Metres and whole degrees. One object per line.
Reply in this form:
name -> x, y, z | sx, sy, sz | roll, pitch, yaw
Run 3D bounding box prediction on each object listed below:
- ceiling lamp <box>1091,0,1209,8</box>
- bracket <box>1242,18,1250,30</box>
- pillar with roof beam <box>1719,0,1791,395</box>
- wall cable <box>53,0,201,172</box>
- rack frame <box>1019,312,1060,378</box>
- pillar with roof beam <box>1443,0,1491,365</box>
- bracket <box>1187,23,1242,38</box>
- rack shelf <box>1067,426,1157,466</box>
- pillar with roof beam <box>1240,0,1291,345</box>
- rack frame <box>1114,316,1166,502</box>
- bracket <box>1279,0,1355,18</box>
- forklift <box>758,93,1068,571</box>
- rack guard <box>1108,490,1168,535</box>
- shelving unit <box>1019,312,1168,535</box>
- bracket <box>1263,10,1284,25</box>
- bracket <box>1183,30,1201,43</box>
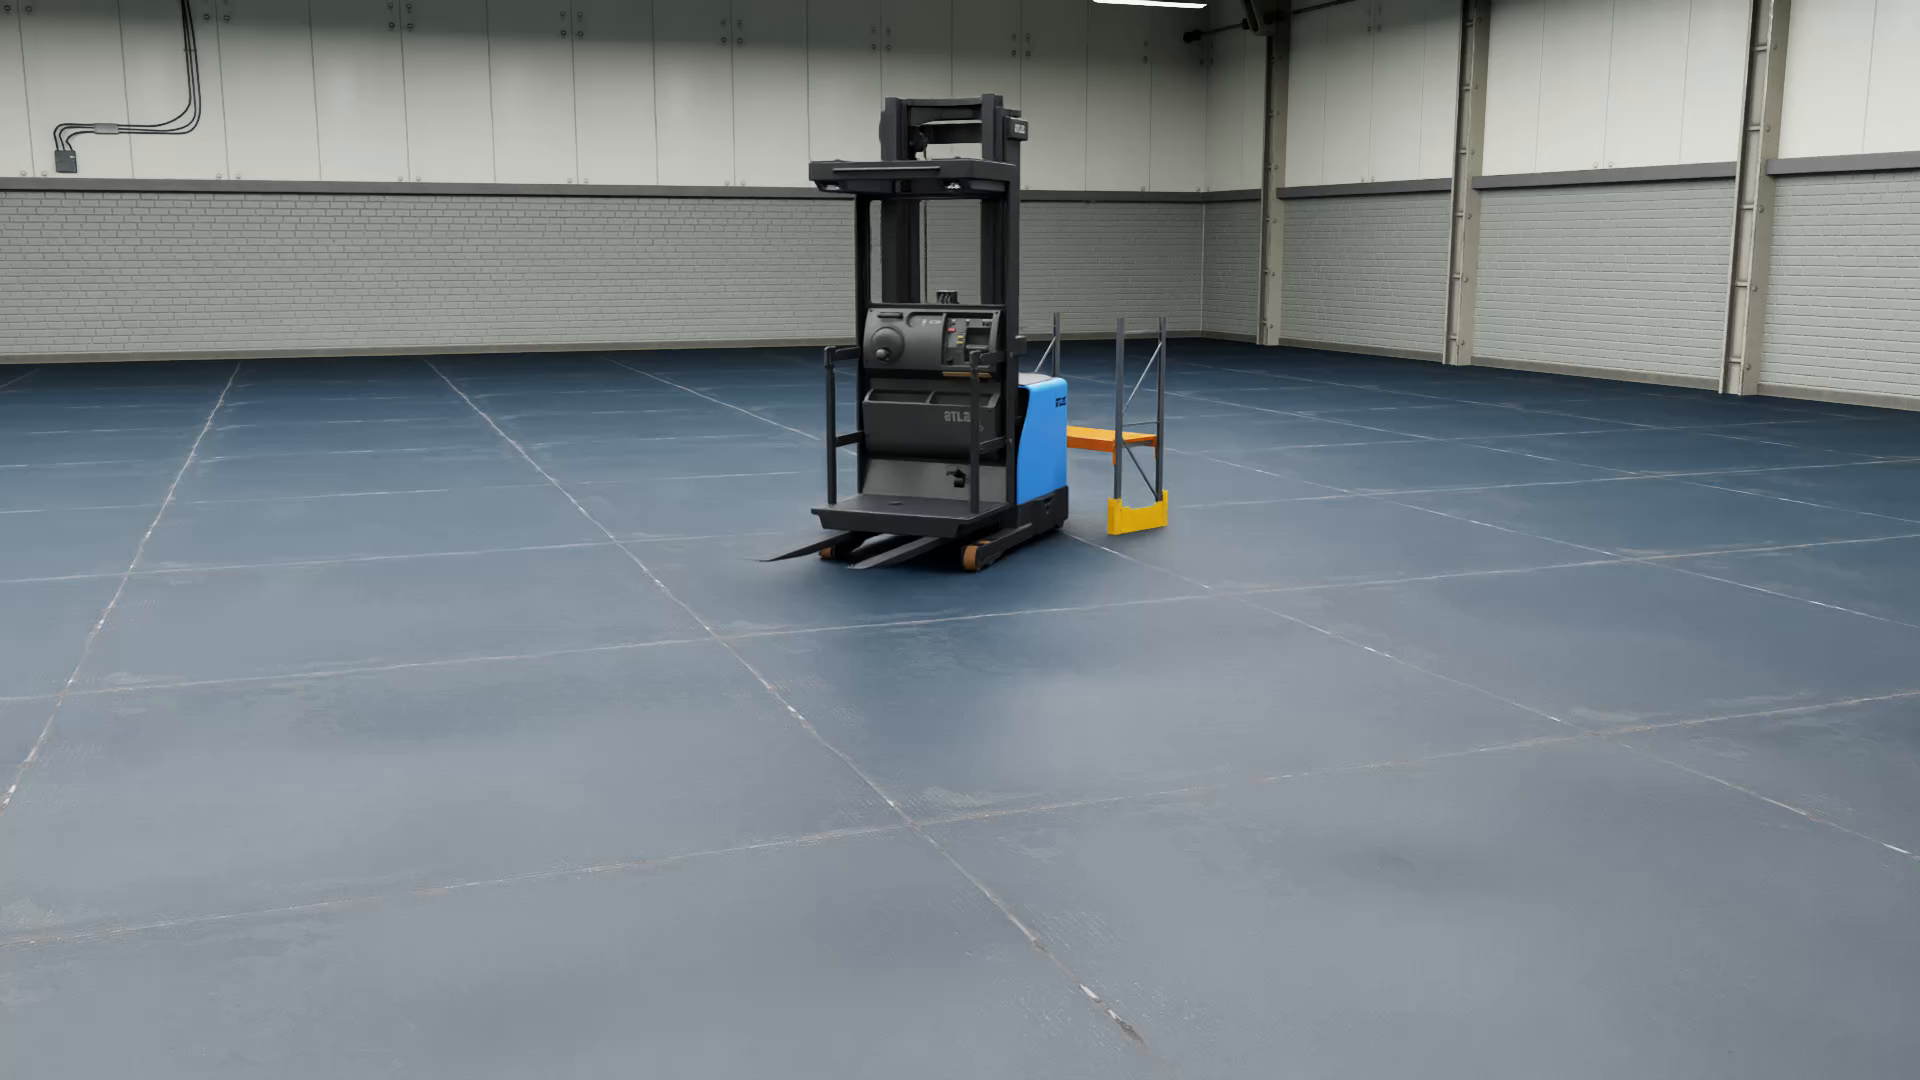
ceiling lamp -> 3.006, -10.306, 26.996 | 2.000, 3.185, 0.800 | -4, 11, -21
bracket -> 5.748, -10.195, 32.761 | 0.235, 0.232, 0.430 | -4, 11, -21
pillar with roof beam -> 6.565, -6.146, 20.275 | 9.100, 9.000, 0.400 | -4, 11, -21
wall cable -> -14.111, -9.218, 27.834 | 2.305, 6.003, 0.169 | -4, 11, -21
rack frame -> 0.560, -0.943, 12.437 | 0.500, 1.500, 0.032 | -10, 14, -43
pillar with roof beam -> 4.391, -7.125, 25.781 | 9.100, 9.000, 0.400 | -4, 11, -21
bracket -> 5.103, -10.485, 34.394 | 0.076, 0.066, 3.189 | -4, 11, -21
rack shelf -> 0.914, -0.702, 12.109 | 0.538, 0.185, 1.000 | -10, 14, -43
pillar with roof beam -> 2.216, -8.104, 31.286 | 9.100, 9.000, 0.548 | -4, 11, -21
rack frame -> 1.268, -0.815, 11.718 | 0.500, 1.500, 0.032 | -10, 14, -43
bracket -> 6.982, -9.639, 29.635 | 0.076, 0.066, 4.783 | -4, 11, -21
forklift -> -0.264, -1.330, 10.527 | 1.130, 2.935, 3.031 | 4, 11, 22
rack guard -> 1.267, -0.200, 11.828 | 0.587, 0.250, 0.087 | -10, 14, -43
shelving unit -> 0.920, -0.877, 12.071 | 0.587, 1.500, 1.083 | -10, 14, -43
bracket -> 6.048, -10.060, 32.000 | 0.235, 0.232, 0.430 | -4, 11, -21
bracket -> 4.889, -10.582, 34.936 | 0.235, 0.232, 0.430 | -4, 11, -21
